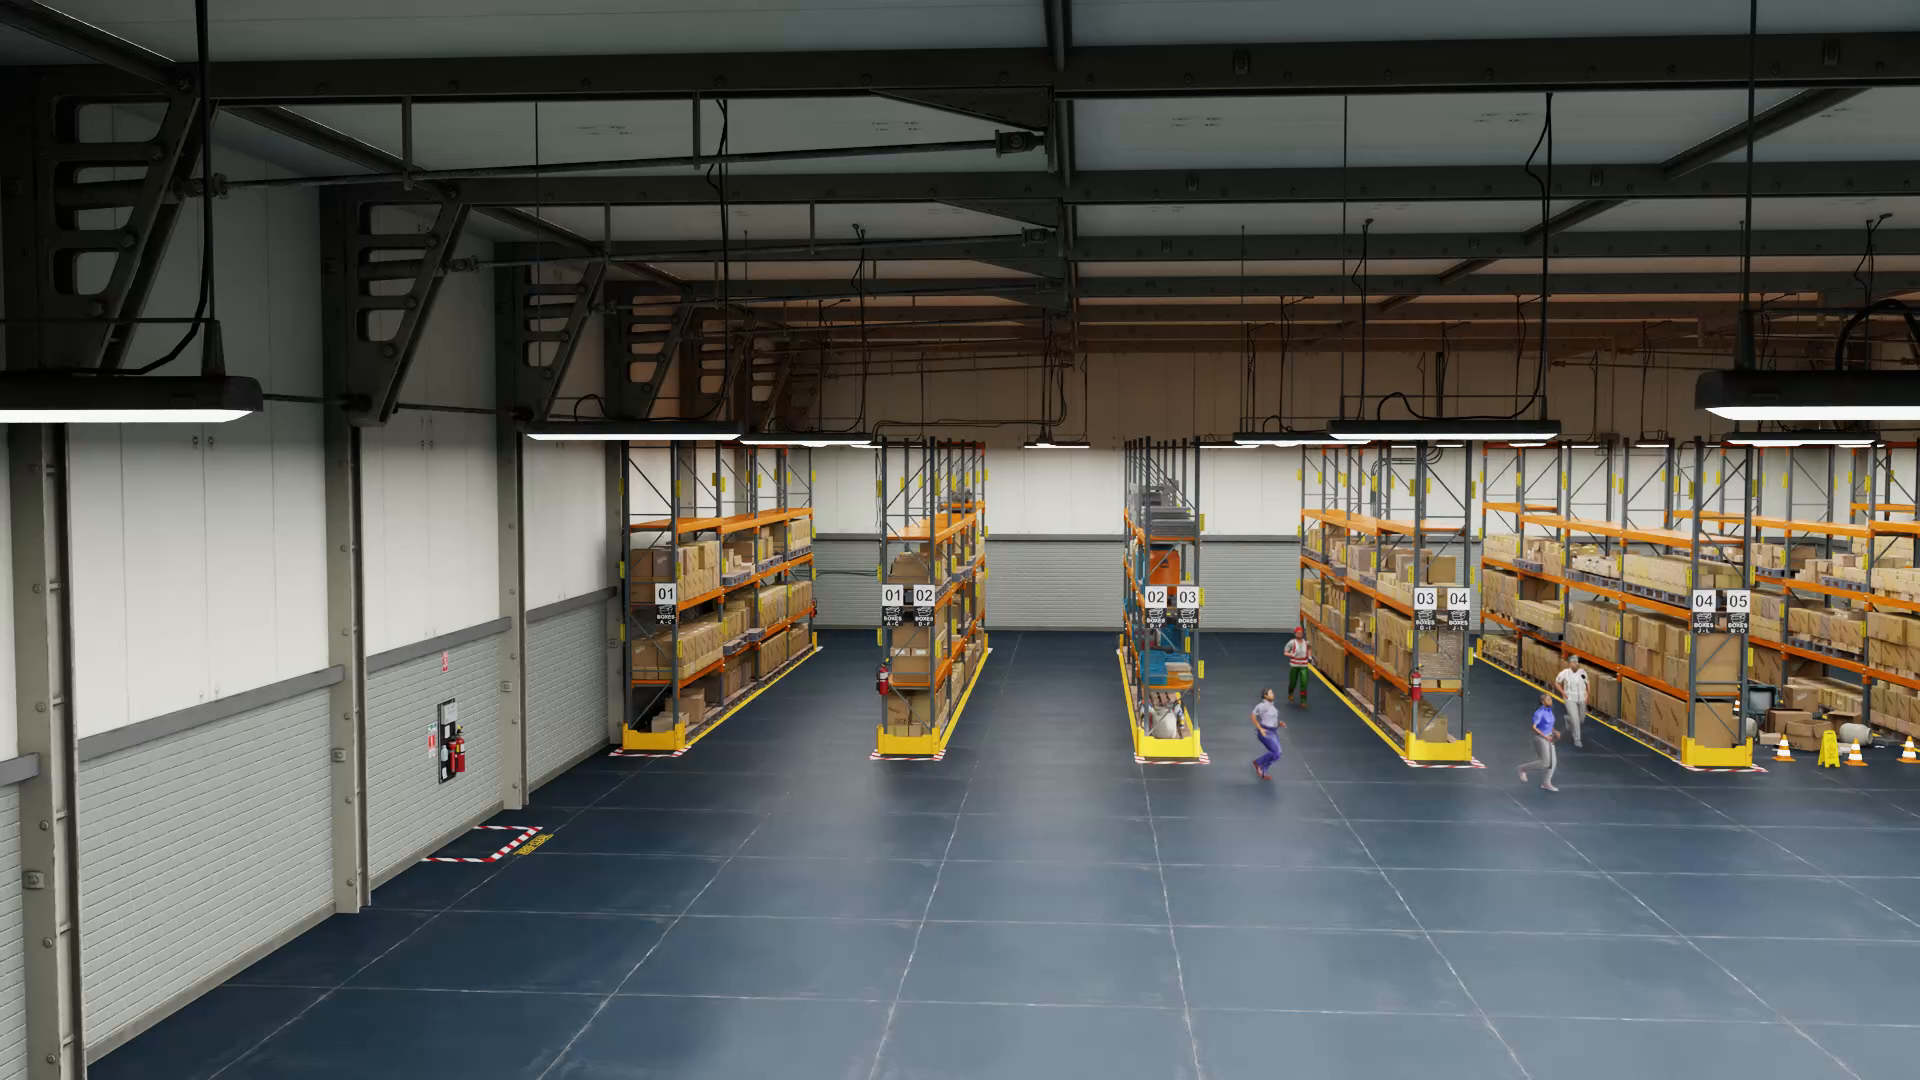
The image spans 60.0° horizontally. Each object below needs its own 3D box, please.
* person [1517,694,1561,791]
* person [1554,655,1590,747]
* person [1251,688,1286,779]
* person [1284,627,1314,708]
[{"bbox_3d":[9.859,3.419,28.235,0.658,1.628,0.581,3,4,42],"label":"person"},{"bbox_3d":[12.035,3.135,32.610,0.649,1.763,0.919,0,3,-7],"label":"person"},{"bbox_3d":[5.394,3.378,28.918,0.536,1.594,0.603,2,3,28],"label":"person"},{"bbox_3d":[7.574,2.821,37.176,0.662,1.766,0.993,0,3,-2],"label":"person"}]
